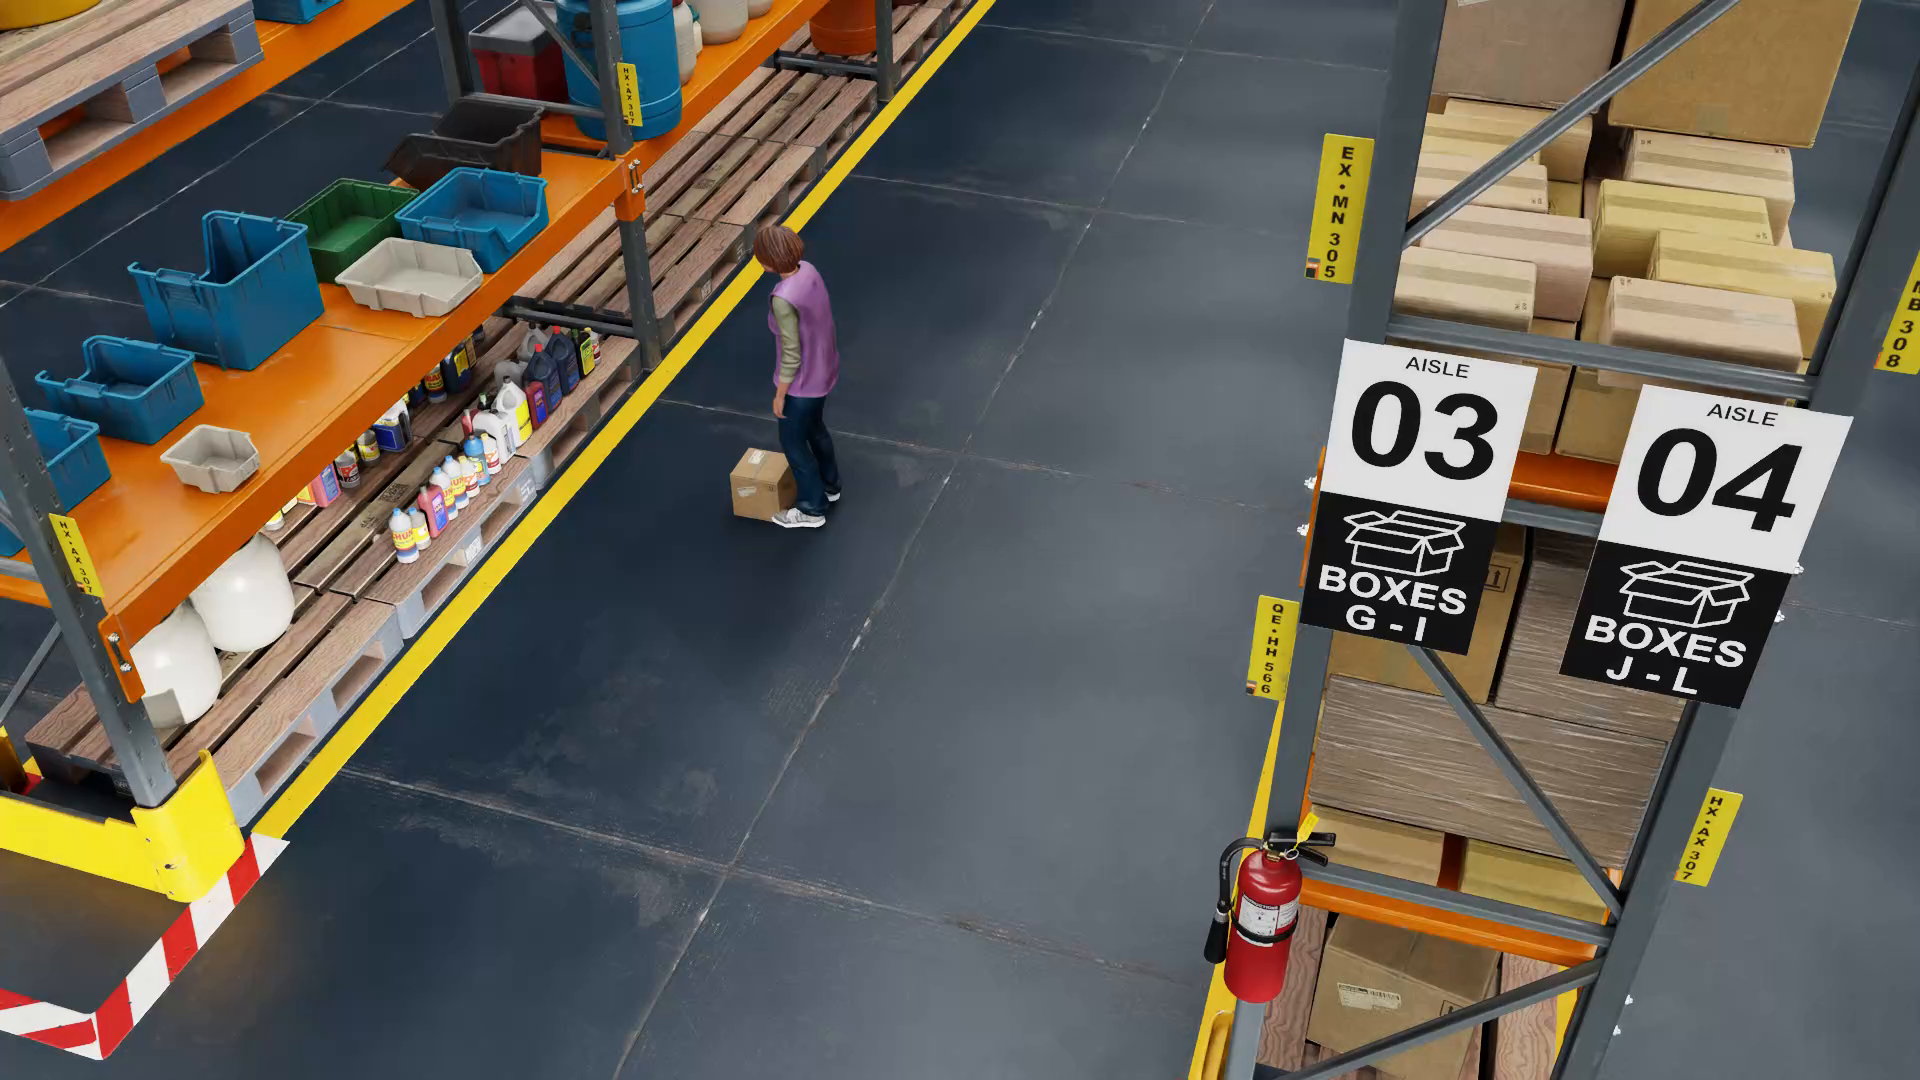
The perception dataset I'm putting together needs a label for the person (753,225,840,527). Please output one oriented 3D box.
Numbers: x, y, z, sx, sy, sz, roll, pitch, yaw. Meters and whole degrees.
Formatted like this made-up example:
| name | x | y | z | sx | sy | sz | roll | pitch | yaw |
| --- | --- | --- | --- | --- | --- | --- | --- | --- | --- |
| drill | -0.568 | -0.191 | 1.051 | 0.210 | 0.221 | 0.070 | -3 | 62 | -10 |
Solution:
| name | x | y | z | sx | sy | sz | roll | pitch | yaw |
| --- | --- | --- | --- | --- | --- | --- | --- | --- | --- |
| person | -0.759 | -0.764 | 7.900 | 0.325 | 1.582 | 0.481 | 9 | 39 | 12 |
